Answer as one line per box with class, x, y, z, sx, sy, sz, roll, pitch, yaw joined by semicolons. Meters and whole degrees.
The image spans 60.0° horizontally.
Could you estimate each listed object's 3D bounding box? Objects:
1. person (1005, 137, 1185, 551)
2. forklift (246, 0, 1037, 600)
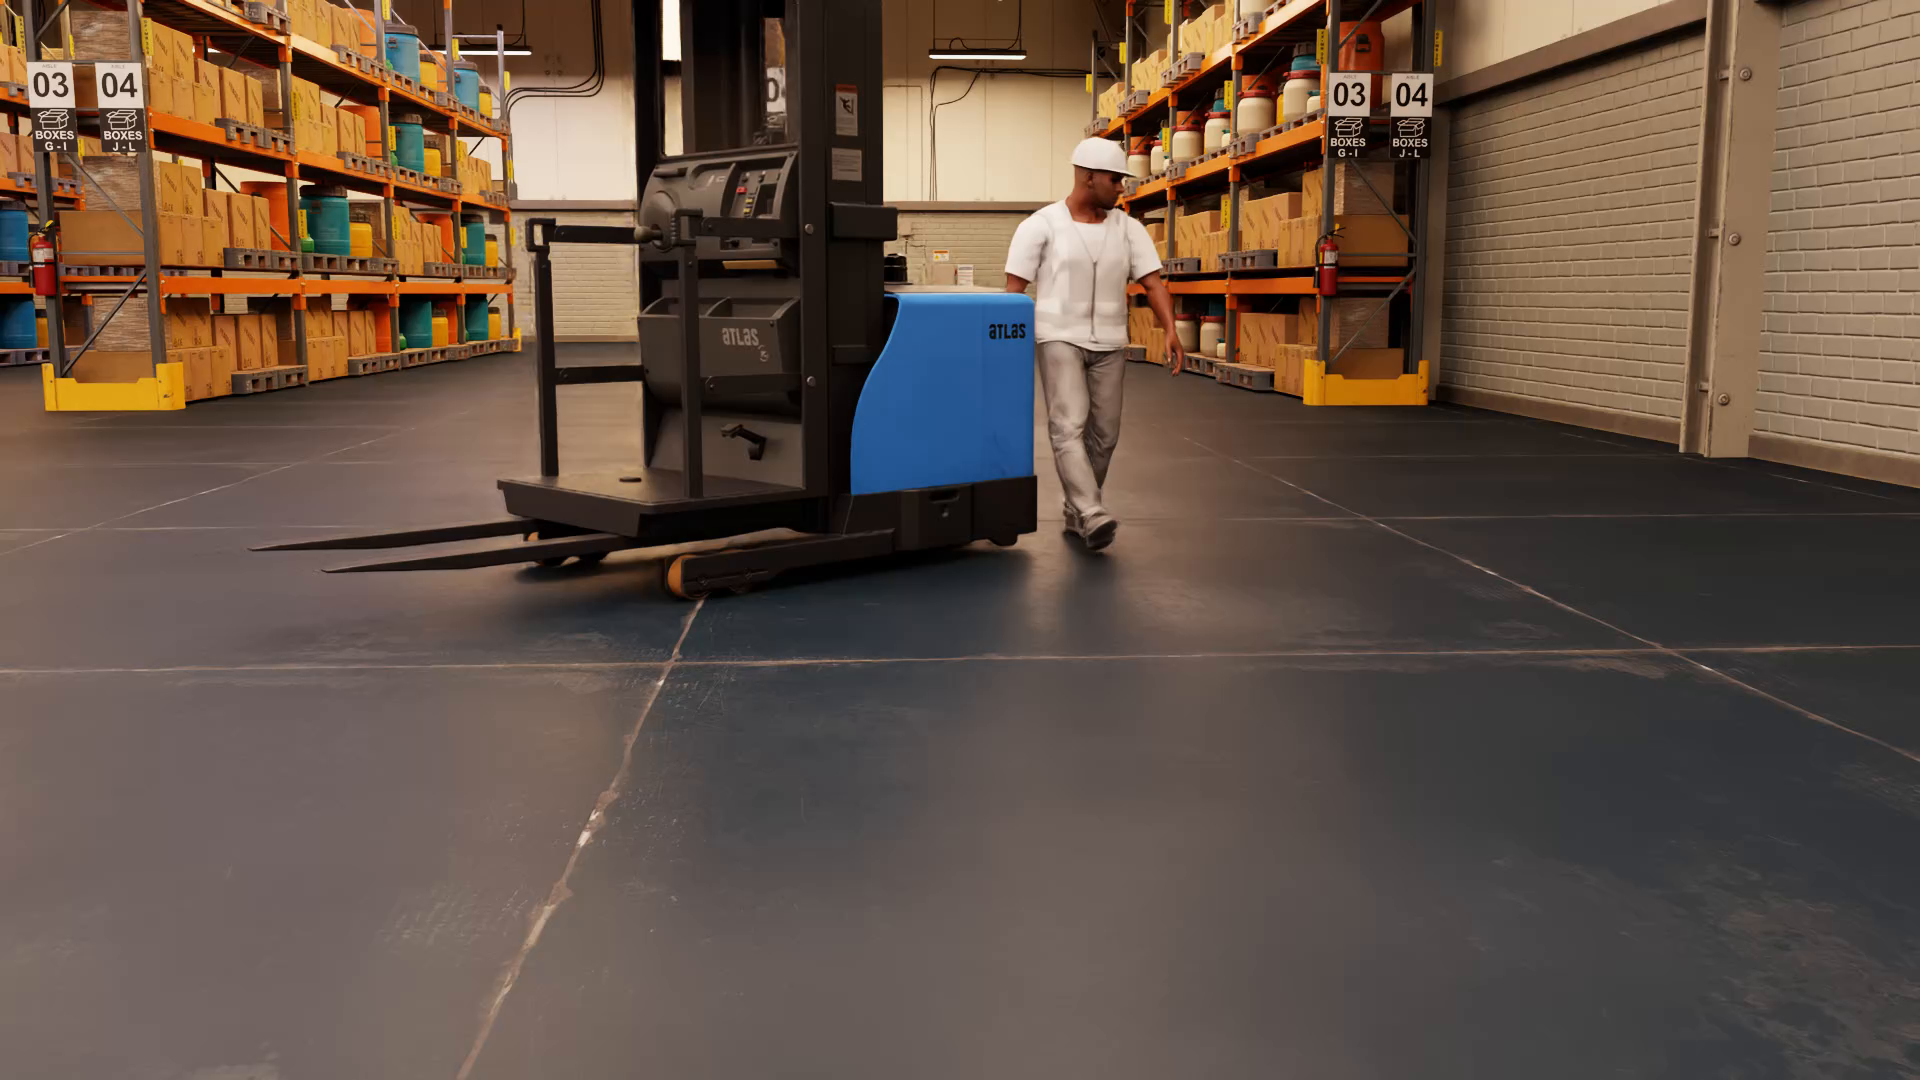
person;0.534;-0.819;6.975;0.771;1.718;0.915;-3;9;-18
forklift;-1.087;-1.322;6.230;3.031;2.935;1.130;-8;12;-43
